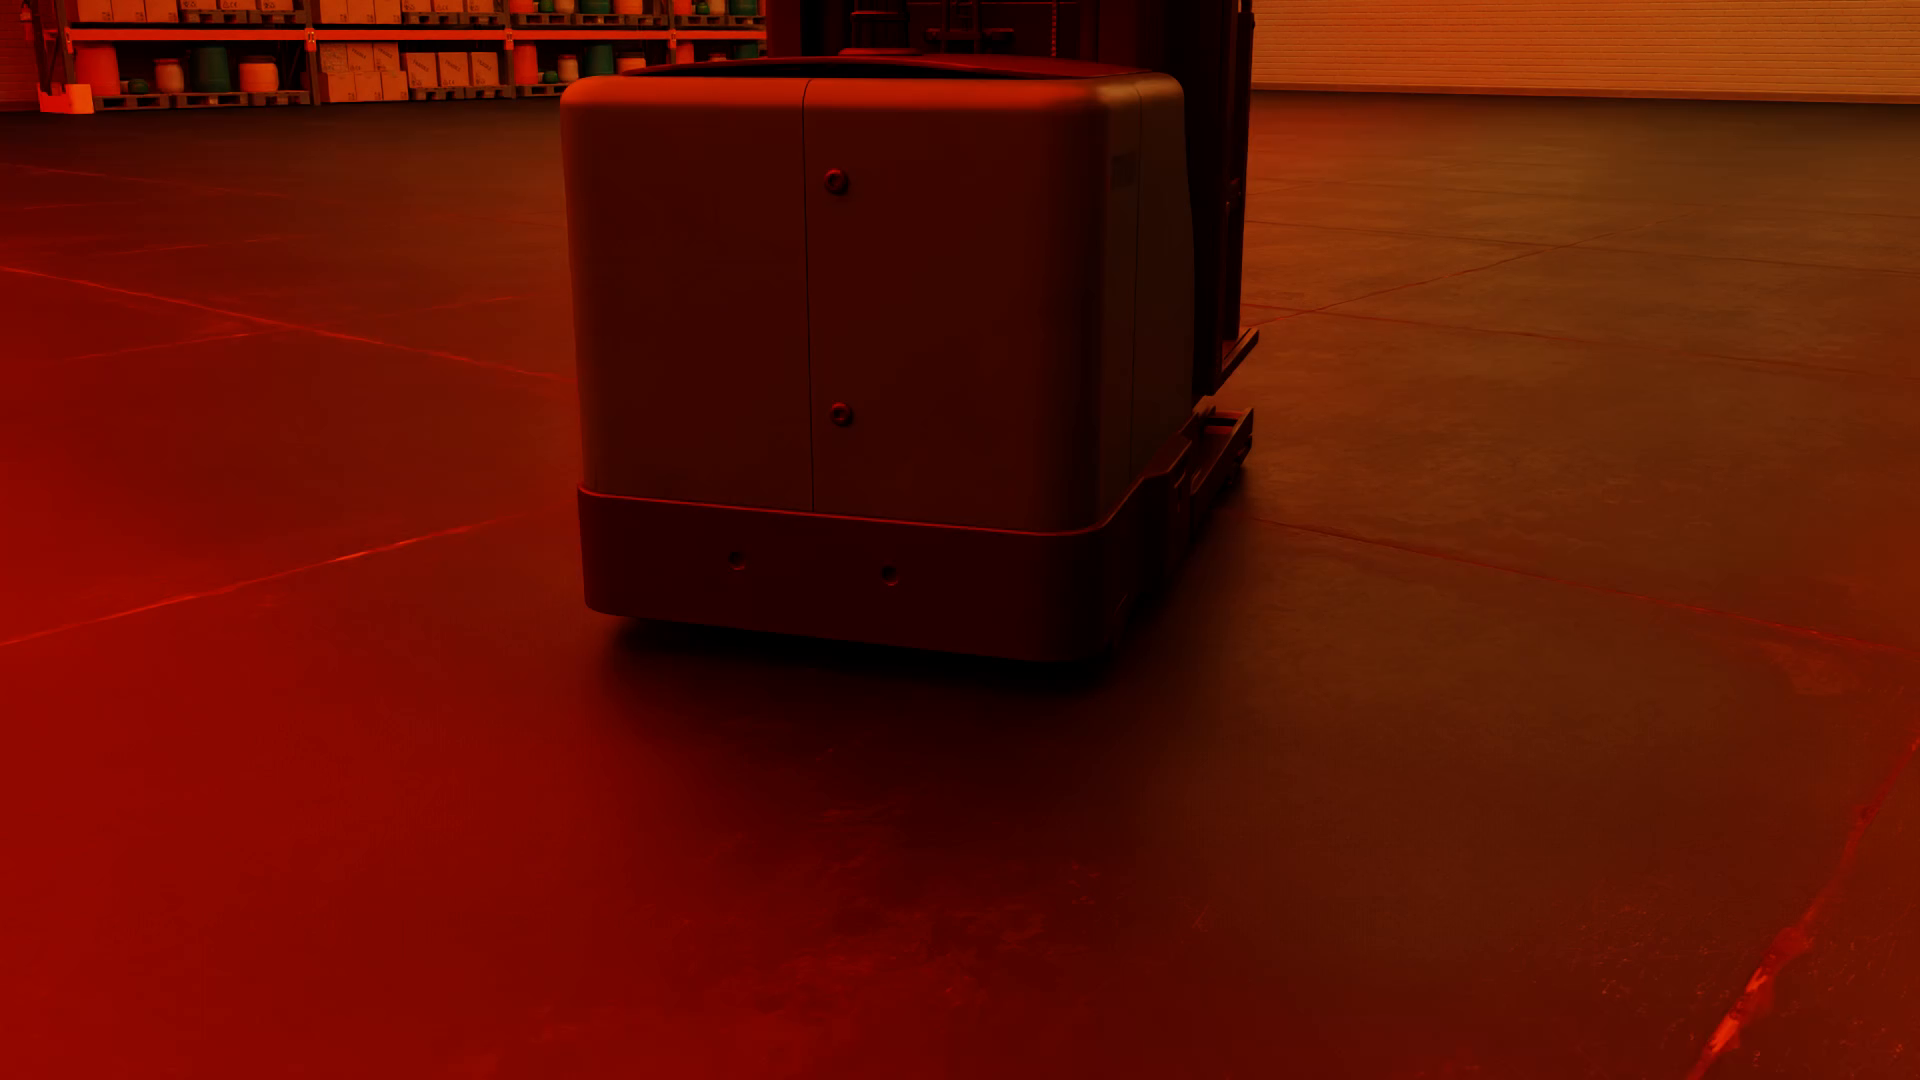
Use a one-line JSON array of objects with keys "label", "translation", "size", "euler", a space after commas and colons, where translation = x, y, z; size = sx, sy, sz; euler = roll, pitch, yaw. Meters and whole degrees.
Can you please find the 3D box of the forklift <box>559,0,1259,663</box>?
[{"label": "forklift", "translation": [0.182, -1.571, 4.072], "size": [1.130, 2.935, 3.031], "euler": [5, 18, 17]}]
